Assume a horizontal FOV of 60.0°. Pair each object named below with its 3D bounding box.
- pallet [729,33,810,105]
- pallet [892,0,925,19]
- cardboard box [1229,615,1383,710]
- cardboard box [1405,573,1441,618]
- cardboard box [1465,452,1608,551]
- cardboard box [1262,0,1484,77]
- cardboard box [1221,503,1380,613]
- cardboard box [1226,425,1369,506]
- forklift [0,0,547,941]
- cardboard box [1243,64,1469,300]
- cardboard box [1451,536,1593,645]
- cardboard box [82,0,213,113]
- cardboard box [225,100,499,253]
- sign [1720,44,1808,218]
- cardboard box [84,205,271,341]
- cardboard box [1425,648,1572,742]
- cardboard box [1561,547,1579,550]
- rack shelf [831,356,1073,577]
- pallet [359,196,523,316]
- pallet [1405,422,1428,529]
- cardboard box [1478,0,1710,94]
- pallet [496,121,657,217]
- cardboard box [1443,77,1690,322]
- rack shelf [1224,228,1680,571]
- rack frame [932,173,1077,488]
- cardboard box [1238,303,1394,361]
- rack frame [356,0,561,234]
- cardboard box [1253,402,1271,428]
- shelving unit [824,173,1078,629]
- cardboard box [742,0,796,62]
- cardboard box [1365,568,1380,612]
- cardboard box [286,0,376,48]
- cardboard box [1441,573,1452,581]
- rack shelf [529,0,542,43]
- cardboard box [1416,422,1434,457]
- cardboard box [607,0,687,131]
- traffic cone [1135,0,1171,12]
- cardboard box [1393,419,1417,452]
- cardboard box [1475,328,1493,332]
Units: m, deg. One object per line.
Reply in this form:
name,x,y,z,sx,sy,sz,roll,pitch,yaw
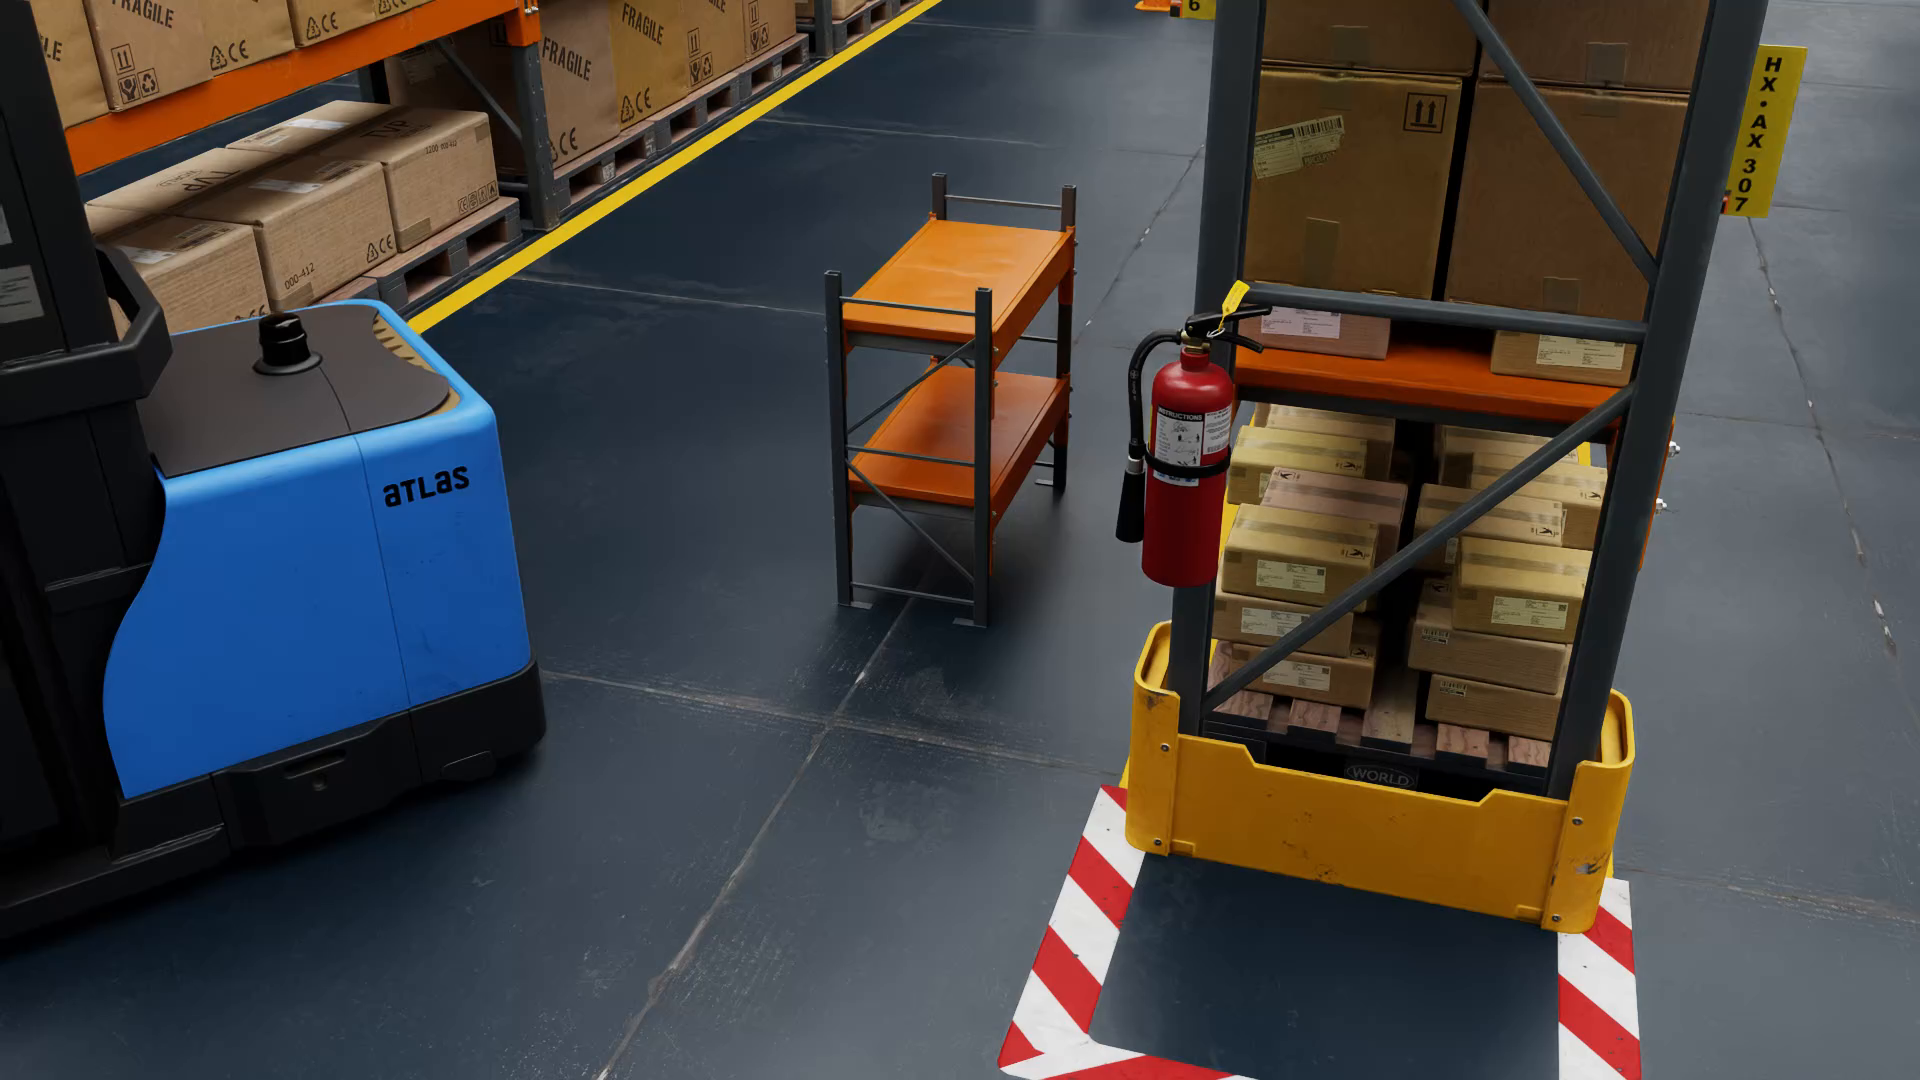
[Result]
pallet,-1.714,-3.278,11.425,1.003,0.211,1.213,8,30,15
pallet,-0.820,-4.562,13.733,1.003,0.211,1.213,8,30,15
cardboard box,0.958,0.313,4.603,0.380,0.149,0.250,9,30,16
cardboard box,1.527,0.140,4.914,0.380,0.149,0.250,9,30,15
cardboard box,1.644,-0.112,4.754,0.380,0.149,0.250,8,30,15
cardboard box,0.899,-1.334,3.625,0.500,0.500,0.500,8,30,14
cardboard box,0.916,0.045,4.472,0.380,0.149,0.250,9,30,15
cardboard box,0.999,-0.202,4.916,0.380,0.149,0.250,8,30,14
forklift,-2.664,-0.469,3.579,3.031,2.935,1.130,-18,34,-29
cardboard box,0.889,-0.894,3.863,0.500,0.500,0.500,9,30,16
cardboard box,1.481,0.132,4.315,0.380,0.149,0.250,7,30,13
cardboard box,-3.055,-1.833,5.857,0.500,0.500,0.500,8,30,15
cardboard box,-2.872,-1.781,8.069,0.875,0.438,0.875,8,30,14
sign,1.521,-0.776,3.169,0.100,0.325,0.005,8,30,15
cardboard box,-3.400,-0.946,6.568,0.875,0.438,0.875,9,30,16
cardboard box,1.463,0.389,4.465,0.380,0.149,0.250,9,30,16
cardboard box,1.703,-0.099,5.037,0.380,0.149,0.250,9,30,16
rack shelf,-0.002,-0.275,5.590,0.538,0.278,1.000,8,30,15
pallet,-2.883,-1.433,8.108,1.003,0.211,1.213,8,30,15
pallet,1.657,-0.229,5.945,1.003,0.211,1.213,8,30,15
cardboard box,1.388,-1.256,3.486,0.500,0.500,0.500,8,30,15
pallet,-2.430,-2.144,9.387,1.003,0.211,1.213,8,30,15
cardboard box,1.399,-0.818,3.726,0.500,0.500,0.500,10,31,17
rack shelf,1.590,-1.090,5.364,1.077,0.370,4.000,8,30,15
rack frame,0.147,-0.725,5.896,0.500,1.125,0.032,8,30,15
cardboard box,0.828,-0.557,3.924,0.380,0.149,0.250,9,30,15
rack frame,-2.585,-2.993,8.045,1.000,3.000,0.127,8,30,15
cardboard box,1.161,-0.446,5.355,0.380,0.149,0.250,10,31,17
shelving unit,-0.002,-0.488,5.471,0.538,1.125,1.048,8,30,15
cardboard box,-1.693,-3.798,11.246,0.875,0.875,0.875,8,30,14
cardboard box,1.013,0.057,4.756,0.380,0.149,0.250,8,30,14
cardboard box,-2.756,-2.309,6.713,0.500,0.500,0.500,8,30,14
cardboard box,1.536,0.131,4.623,0.380,0.149,0.250,8,30,15
rack shelf,-1.998,-3.608,9.891,1.077,0.370,4.000,8,30,15
cardboard box,1.730,-0.368,5.520,0.380,0.149,0.250,10,31,17
cardboard box,-2.222,-2.969,9.755,0.875,0.875,0.875,9,30,16
traffic cone,1.609,-4.549,13.451,0.336,0.463,0.334,8,30,15
cardboard box,1.417,-0.407,5.896,0.380,0.149,0.250,9,30,16
cardboard box,1.446,-0.593,3.989,0.380,0.149,0.250,10,30,17
